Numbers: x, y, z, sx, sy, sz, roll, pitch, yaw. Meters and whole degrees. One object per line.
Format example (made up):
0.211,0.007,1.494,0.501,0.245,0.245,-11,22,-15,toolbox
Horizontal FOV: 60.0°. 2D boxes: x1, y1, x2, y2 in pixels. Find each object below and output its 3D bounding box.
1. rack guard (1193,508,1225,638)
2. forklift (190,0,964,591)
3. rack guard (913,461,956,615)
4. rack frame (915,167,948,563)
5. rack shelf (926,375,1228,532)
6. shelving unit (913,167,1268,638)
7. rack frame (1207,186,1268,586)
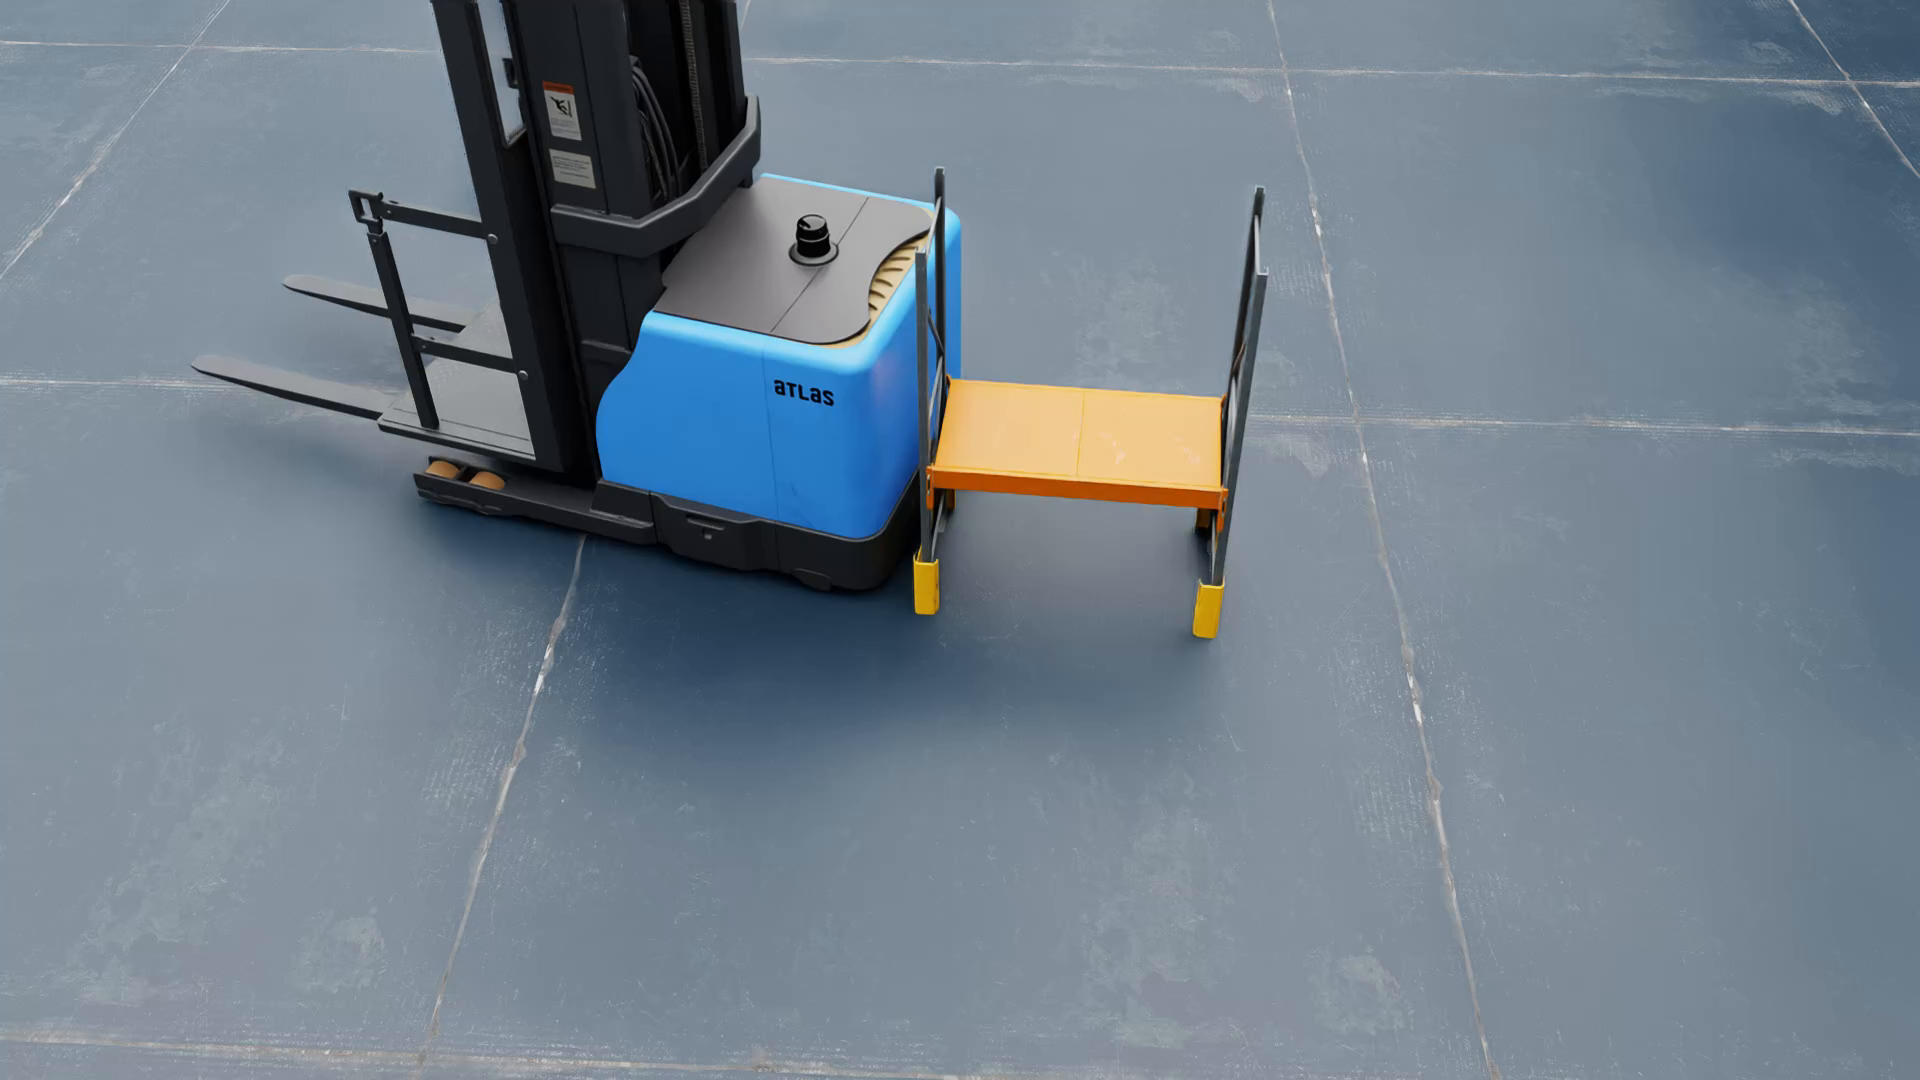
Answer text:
0.899,0.056,6.006,0.087,0.250,0.587,5,43,5,rack guard
-1.555,-1.493,5.703,3.031,2.935,1.130,13,45,14,forklift
-0.090,-0.022,6.090,0.087,0.250,0.587,5,43,5,rack guard
-0.091,-0.479,5.664,0.032,1.500,0.500,5,43,5,rack frame
0.414,-0.308,5.744,1.000,0.185,0.538,5,43,5,rack shelf
0.405,-0.440,5.622,1.083,1.500,0.587,5,43,5,shelving unit
0.919,-0.400,5.579,0.032,1.500,0.500,5,43,5,rack frame
